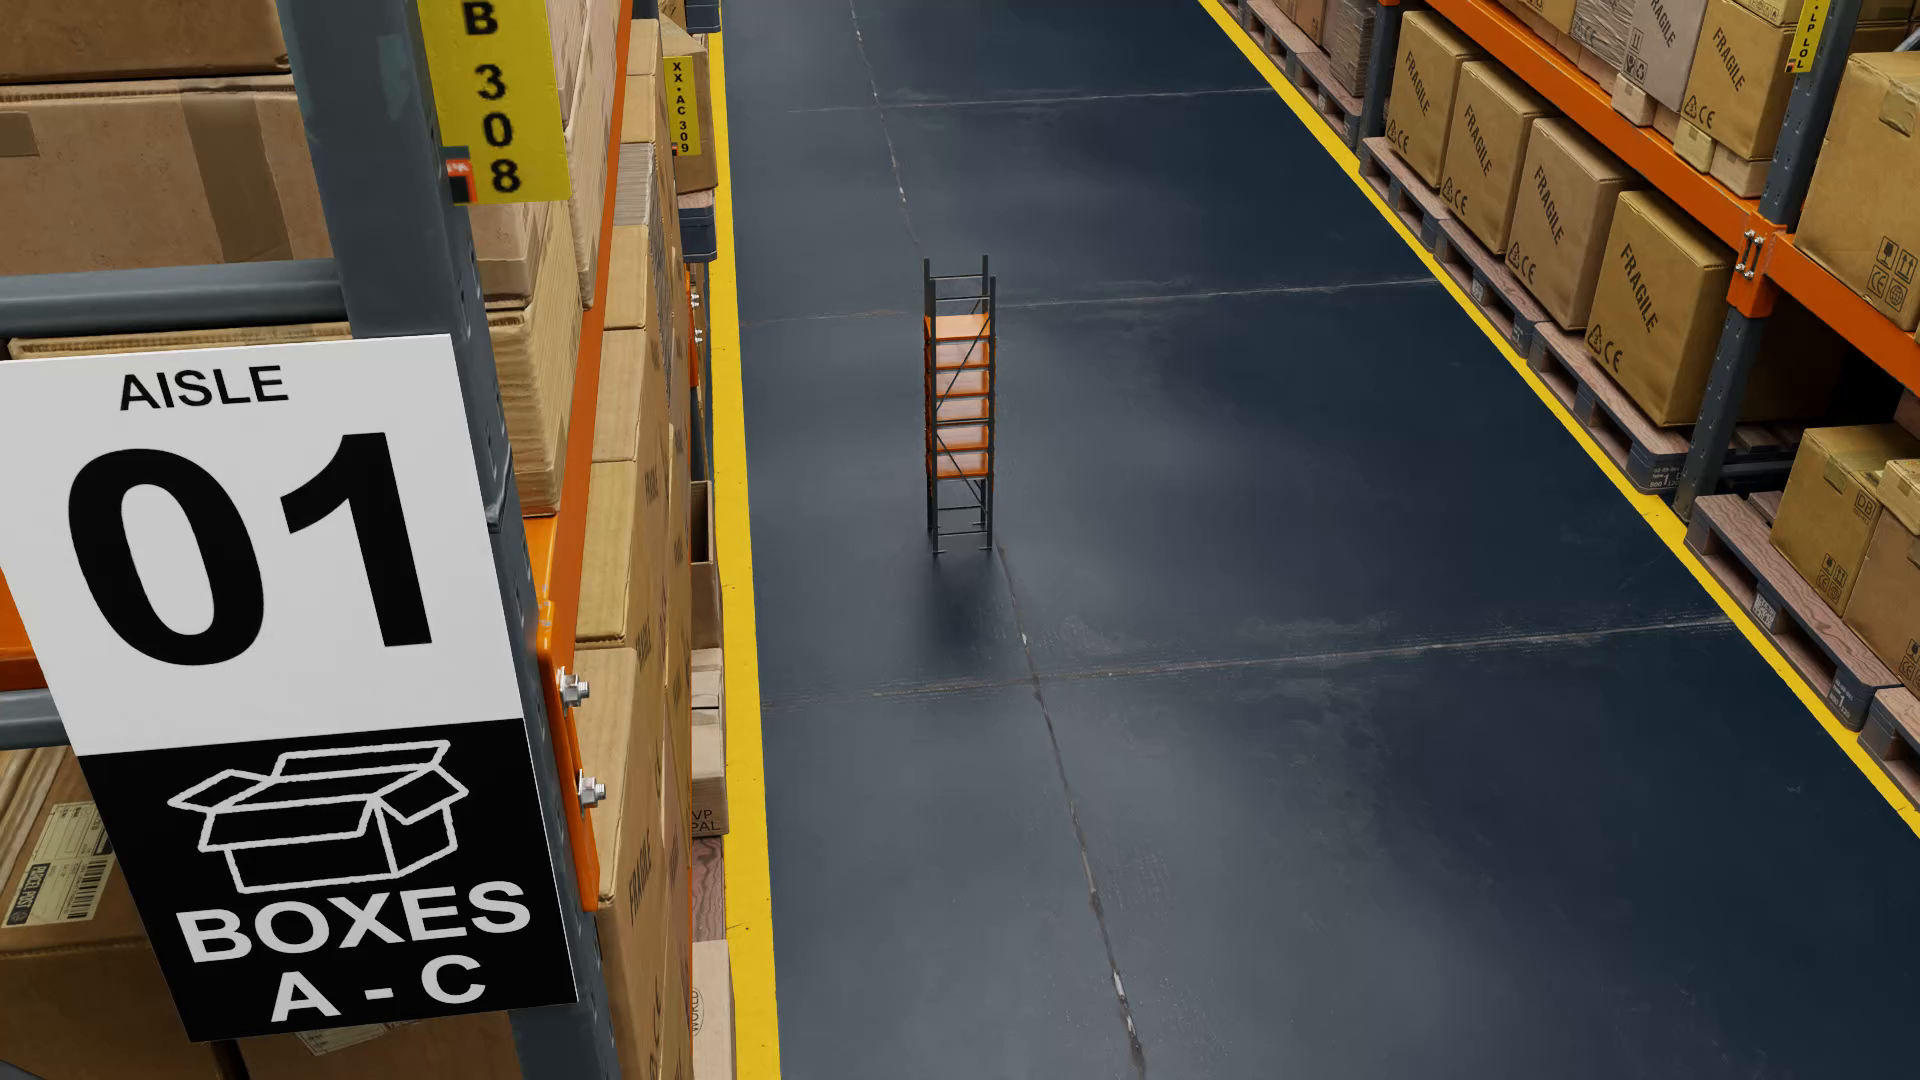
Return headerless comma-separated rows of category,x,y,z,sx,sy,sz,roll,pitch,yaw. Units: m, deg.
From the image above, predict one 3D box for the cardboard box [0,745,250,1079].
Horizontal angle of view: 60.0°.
cardboard box,-1.232,0.554,2.296,0.500,0.500,0.500,-5,35,-7

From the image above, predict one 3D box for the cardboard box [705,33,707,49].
cardboard box,-1.968,-3.436,11.197,0.500,0.250,0.500,-4,34,-5

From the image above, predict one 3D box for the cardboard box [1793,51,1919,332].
cardboard box,3.528,-1.193,5.571,0.980,0.700,0.700,-4,34,-6

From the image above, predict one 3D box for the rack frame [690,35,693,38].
rack frame,-1.975,-3.228,8.823,1.000,3.000,0.127,-4,35,-6

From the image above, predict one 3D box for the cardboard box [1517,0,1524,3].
cardboard box,2.871,-2.917,7.997,0.500,0.500,0.500,-5,35,-7

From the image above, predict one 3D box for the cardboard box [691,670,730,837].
cardboard box,-0.979,0.648,5.132,0.500,0.311,0.500,-4,35,-6

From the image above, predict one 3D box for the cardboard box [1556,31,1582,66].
cardboard box,2.993,-2.306,7.676,0.380,0.149,0.250,-3,34,-5

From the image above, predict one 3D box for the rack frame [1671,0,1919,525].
rack frame,3.471,-1.373,6.101,1.000,3.000,0.127,-4,35,-6

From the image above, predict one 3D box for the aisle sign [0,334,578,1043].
aisle sign,-0.599,0.178,1.517,0.394,0.787,0.004,-4,35,-6

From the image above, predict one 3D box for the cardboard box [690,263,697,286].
cardboard box,-1.395,-1.301,7.159,0.500,0.250,0.500,-4,35,-6

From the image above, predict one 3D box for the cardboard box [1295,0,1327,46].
cardboard box,2.735,-3.723,11.379,0.700,0.500,0.500,-5,35,-7

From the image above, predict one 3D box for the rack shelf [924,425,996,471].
rack shelf,-0.002,-0.368,6.517,0.258,0.103,0.180,-4,35,-6

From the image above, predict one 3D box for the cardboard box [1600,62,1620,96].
cardboard box,3.036,-2.016,7.250,0.380,0.149,0.250,-4,35,-6

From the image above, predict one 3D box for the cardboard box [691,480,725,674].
cardboard box,-1.080,0.152,5.693,0.500,0.500,0.500,-4,35,-6

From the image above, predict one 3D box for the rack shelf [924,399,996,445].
rack shelf,-0.002,-0.467,6.449,0.258,0.103,0.180,-4,35,-6

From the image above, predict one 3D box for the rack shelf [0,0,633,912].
rack shelf,-1.168,-0.822,3.268,1.077,0.370,4.000,-4,35,-6

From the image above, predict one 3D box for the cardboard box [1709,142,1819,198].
cardboard box,3.145,-1.445,6.412,0.380,0.149,0.250,-4,34,-6

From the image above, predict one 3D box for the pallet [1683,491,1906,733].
pallet,3.496,0.209,6.255,1.003,0.211,1.213,-4,35,-6

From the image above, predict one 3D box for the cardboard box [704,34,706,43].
cardboard box,-1.900,-3.389,10.630,0.500,0.311,0.500,-5,35,-8

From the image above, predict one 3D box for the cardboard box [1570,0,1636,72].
cardboard box,3.021,-2.349,7.163,0.500,0.500,0.500,-4,35,-6

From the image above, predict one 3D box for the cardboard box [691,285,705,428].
cardboard box,-1.344,-0.730,6.986,0.500,0.500,0.500,-4,34,-6

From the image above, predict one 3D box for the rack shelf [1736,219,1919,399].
rack shelf,3.740,0.040,4.666,1.077,0.370,4.000,-4,35,-6

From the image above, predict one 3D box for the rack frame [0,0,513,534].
rack frame,-0.899,-1.243,0.583,1.000,3.000,0.127,-4,35,-6

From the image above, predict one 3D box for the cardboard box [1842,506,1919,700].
cardboard box,3.534,0.192,5.651,0.700,0.500,0.500,-5,35,-7

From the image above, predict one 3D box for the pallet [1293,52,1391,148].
pallet,2.829,-2.889,10.802,1.003,0.211,1.213,-4,35,-6

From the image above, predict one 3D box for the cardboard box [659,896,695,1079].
cardboard box,-0.698,0.927,2.637,0.500,0.500,0.500,-4,34,-5

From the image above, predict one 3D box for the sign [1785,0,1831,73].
sign,2.934,-1.772,5.729,0.100,0.325,0.005,-4,35,-6

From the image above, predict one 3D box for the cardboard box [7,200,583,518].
cardboard box,-0.717,-0.247,1.919,0.500,0.250,0.500,-4,35,-6

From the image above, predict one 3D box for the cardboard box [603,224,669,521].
cardboard box,-0.907,-0.340,3.608,0.500,0.500,0.500,-5,35,-7

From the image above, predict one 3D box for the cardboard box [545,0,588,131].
cardboard box,-0.771,-0.734,2.189,0.500,0.250,0.500,-4,35,-6

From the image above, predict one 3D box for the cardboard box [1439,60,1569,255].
cardboard box,3.013,-1.981,8.529,0.750,0.750,0.750,-5,35,-7

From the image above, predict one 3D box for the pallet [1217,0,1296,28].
pallet,2.501,-4.251,12.800,1.003,0.211,1.213,-4,35,-6

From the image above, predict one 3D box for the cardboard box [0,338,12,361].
cardboard box,-1.230,-0.208,1.861,0.500,0.250,0.500,-4,35,-6

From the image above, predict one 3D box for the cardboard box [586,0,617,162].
cardboard box,-0.840,-0.806,2.739,0.500,0.250,0.500,-4,35,-6

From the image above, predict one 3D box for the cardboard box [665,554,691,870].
cardboard box,-0.837,0.360,3.470,0.500,0.500,0.500,-4,35,-7

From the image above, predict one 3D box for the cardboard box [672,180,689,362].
cardboard box,-1.116,-0.778,5.139,0.500,0.500,0.500,-4,34,-6

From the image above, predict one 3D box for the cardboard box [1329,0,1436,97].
cardboard box,2.784,-3.152,10.540,0.700,0.500,0.500,-4,34,-6

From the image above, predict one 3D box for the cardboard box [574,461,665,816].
cardboard box,-0.776,0.223,2.782,0.500,0.500,0.500,-4,34,-6

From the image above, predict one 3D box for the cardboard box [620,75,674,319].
cardboard box,-1.041,-0.902,4.433,0.500,0.500,0.500,-5,35,-7

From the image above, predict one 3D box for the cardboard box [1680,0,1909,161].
cardboard box,3.159,-1.784,6.334,0.500,0.500,0.500,-5,35,-7

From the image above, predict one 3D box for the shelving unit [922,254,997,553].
shelving unit,-0.002,-0.504,6.424,0.258,1.200,0.189,-4,35,-6

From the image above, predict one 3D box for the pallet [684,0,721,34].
pallet,-1.815,-2.776,8.330,1.213,0.211,1.003,-4,35,-6

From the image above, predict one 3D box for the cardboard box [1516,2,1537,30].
cardboard box,2.948,-2.593,8.096,0.380,0.149,0.250,-4,34,-6

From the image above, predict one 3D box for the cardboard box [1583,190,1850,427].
cardboard box,3.255,-1.011,7.106,0.750,0.750,0.750,-4,34,-6

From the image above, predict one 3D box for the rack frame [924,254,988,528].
rack frame,-0.014,-0.555,6.499,0.240,1.200,0.006,-4,35,-6

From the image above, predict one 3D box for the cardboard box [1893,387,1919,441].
cardboard box,3.647,-0.453,6.021,0.380,0.149,0.250,-5,35,-7

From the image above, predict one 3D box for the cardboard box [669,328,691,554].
cardboard box,-0.974,-0.204,4.296,0.500,0.500,0.500,-4,34,-5

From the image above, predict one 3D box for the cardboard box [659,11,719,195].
cardboard box,-1.279,-1.492,5.814,0.700,0.500,0.500,-16,37,-22

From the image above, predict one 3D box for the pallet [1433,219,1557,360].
pallet,3.125,-1.328,8.511,1.003,0.211,1.213,-4,35,-6

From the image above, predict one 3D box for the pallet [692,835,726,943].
pallet,-1.179,1.222,4.769,1.003,0.211,1.213,-4,35,-6

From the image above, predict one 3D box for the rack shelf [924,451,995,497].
rack shelf,-0.002,-0.269,6.584,0.258,0.103,0.180,-4,35,-6

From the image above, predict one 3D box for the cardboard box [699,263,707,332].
cardboard box,-1.471,-1.291,7.811,0.500,0.500,0.500,-6,35,-8

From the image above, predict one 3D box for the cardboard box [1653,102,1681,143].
cardboard box,3.097,-1.732,6.833,0.380,0.149,0.250,-3,34,-5
